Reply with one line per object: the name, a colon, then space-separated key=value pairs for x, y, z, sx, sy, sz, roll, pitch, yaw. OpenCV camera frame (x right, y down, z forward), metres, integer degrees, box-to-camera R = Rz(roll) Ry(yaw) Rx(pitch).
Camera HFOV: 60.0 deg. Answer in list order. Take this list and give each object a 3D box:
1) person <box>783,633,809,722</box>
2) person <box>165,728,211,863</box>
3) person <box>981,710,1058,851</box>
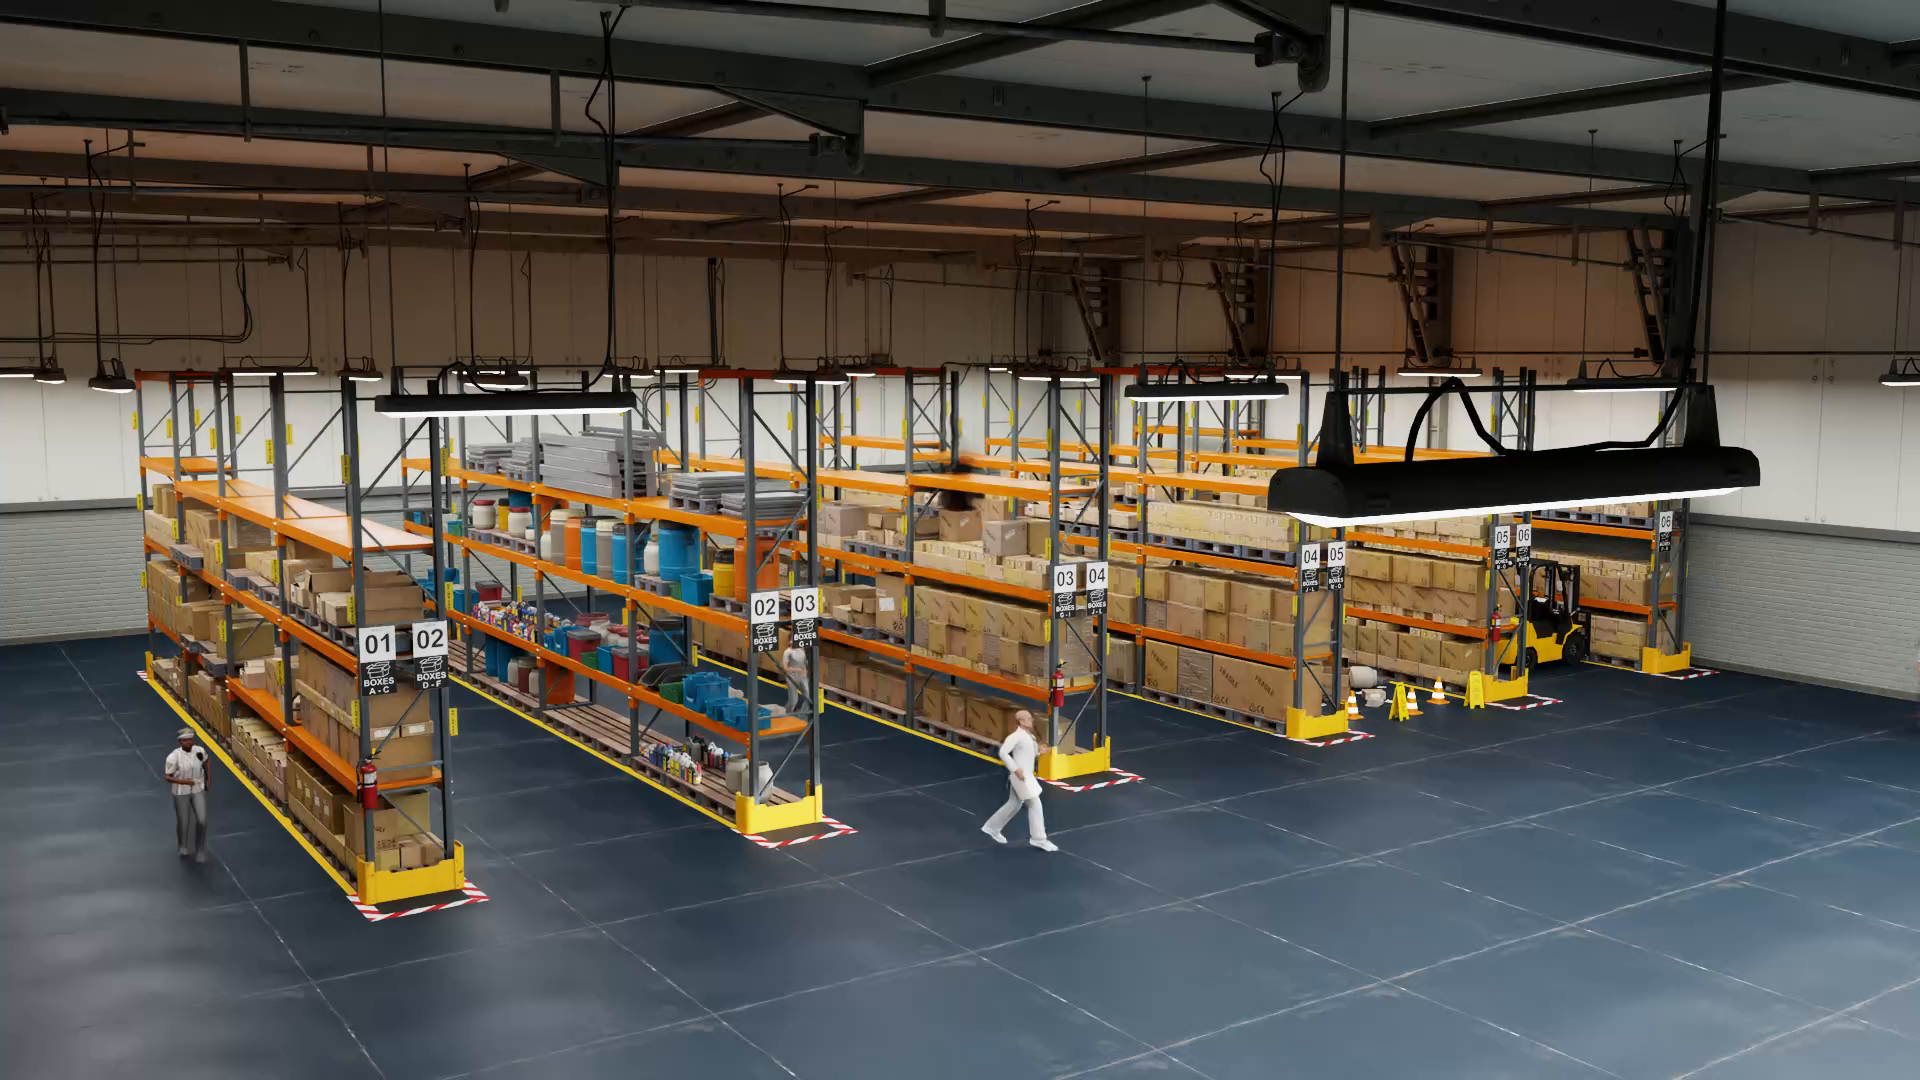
person: x=-2.736 y=2.372 z=27.875 sx=0.569 sy=1.684 sz=0.692 roll=-5 pitch=8 yaw=-38
person: x=-9.567 y=3.178 z=20.684 sx=0.584 sy=1.750 sz=0.707 roll=-5 pitch=8 yaw=-37
person: x=0.760 y=3.052 z=21.225 sx=0.981 sy=1.813 sz=0.679 roll=0 pitch=6 yaw=2
